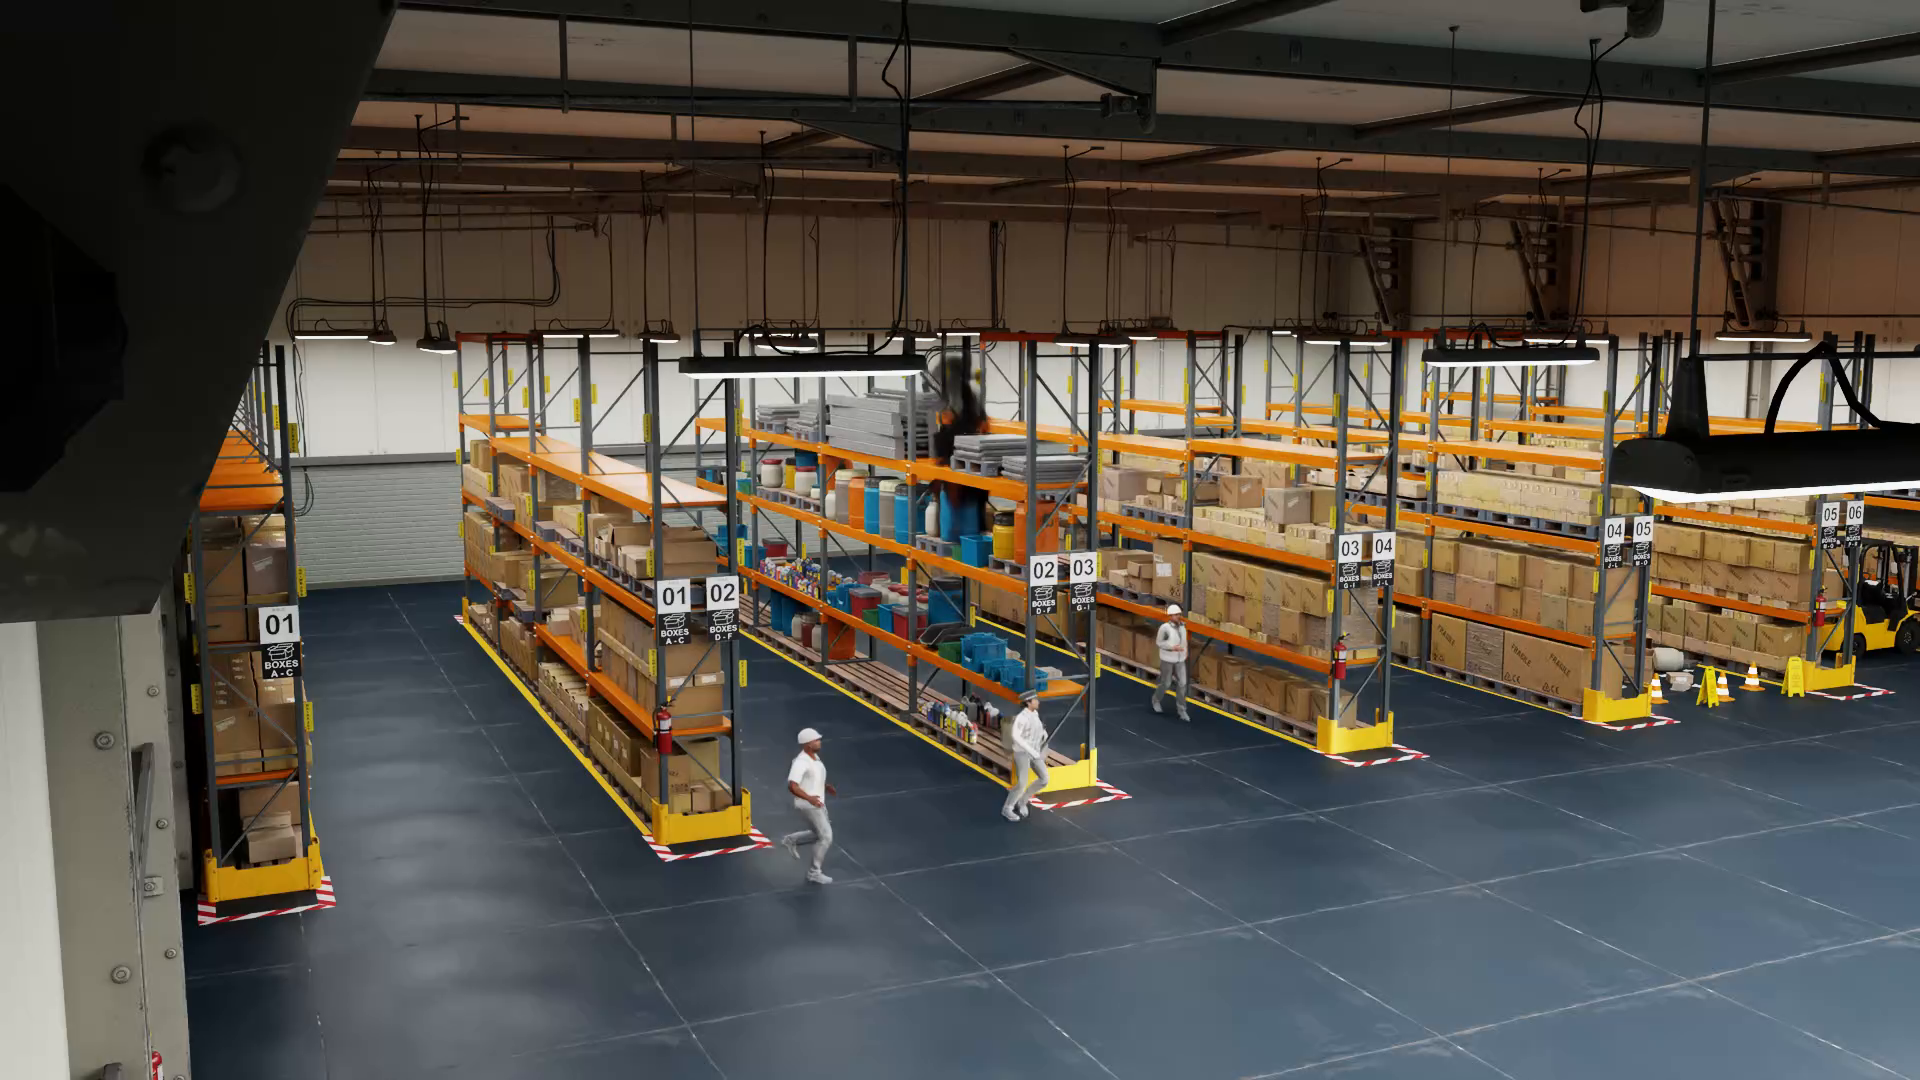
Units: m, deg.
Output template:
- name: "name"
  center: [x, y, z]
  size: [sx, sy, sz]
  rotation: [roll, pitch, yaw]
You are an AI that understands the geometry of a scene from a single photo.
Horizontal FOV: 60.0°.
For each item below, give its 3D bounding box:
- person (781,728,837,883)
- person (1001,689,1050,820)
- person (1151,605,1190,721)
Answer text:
- name: "person"
  center: [-1.729, 2.976, 18.814]
  size: [0.658, 1.725, 0.733]
  rotation: [1, 8, 9]
- name: "person"
  center: [0.884, 2.693, 21.028]
  size: [0.560, 1.632, 0.676]
  rotation: [5, 9, 33]
- name: "person"
  center: [3.354, 1.922, 26.317]
  size: [0.671, 1.835, 0.811]
  rotation: [-4, 9, -28]
